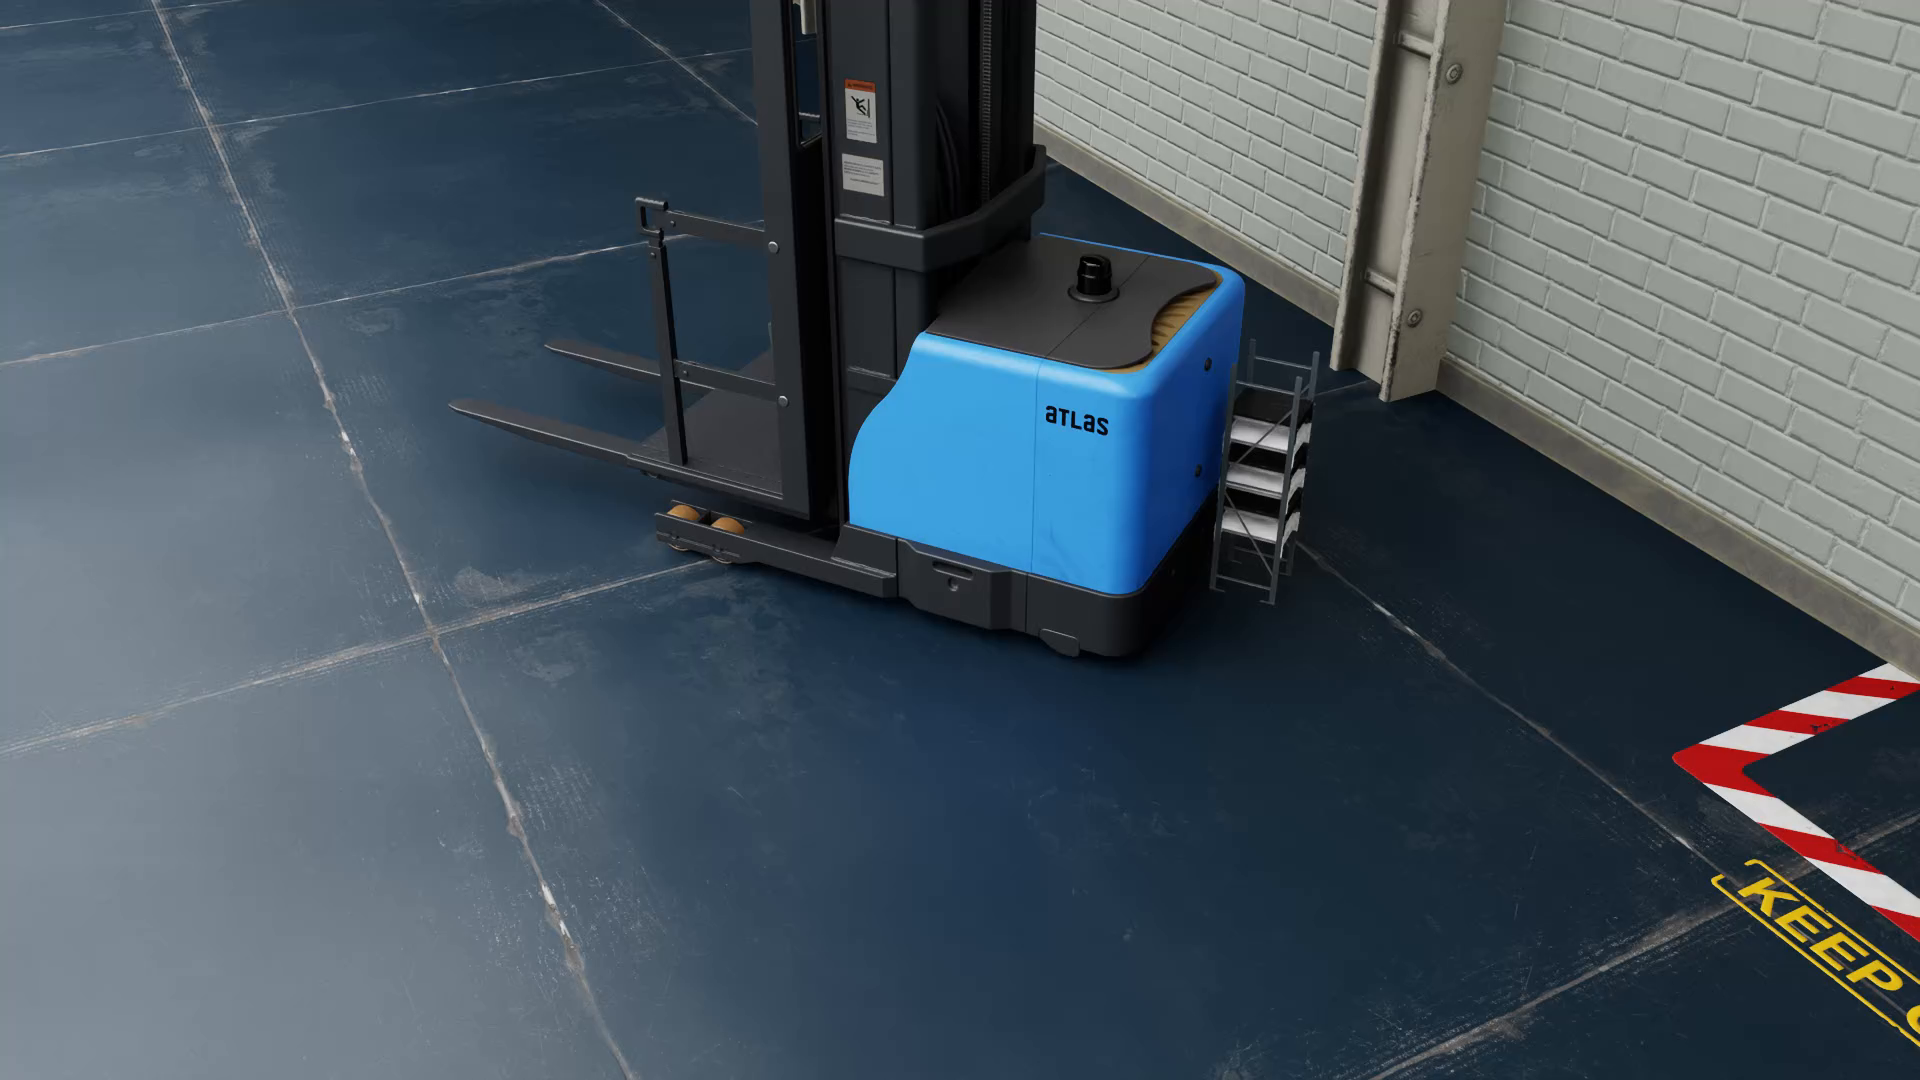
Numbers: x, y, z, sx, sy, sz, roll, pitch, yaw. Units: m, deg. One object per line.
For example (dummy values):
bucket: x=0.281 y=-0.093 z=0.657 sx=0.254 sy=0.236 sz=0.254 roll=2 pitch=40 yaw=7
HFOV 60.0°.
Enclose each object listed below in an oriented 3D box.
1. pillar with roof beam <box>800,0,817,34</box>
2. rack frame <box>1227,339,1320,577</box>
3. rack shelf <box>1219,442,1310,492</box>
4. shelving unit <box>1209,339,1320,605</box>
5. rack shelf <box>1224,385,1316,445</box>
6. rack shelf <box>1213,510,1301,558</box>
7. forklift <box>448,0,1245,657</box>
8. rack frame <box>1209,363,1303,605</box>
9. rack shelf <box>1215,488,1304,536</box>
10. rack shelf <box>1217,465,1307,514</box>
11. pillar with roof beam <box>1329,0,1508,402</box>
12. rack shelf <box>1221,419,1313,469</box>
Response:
pillar with roof beam: x=-4.722 y=-6.295 z=7.734 sx=9.100 sy=9.000 sz=0.400 roll=-16 pitch=36 yaw=-23
rack frame: x=1.095 y=-0.275 z=5.845 sx=0.240 sy=0.900 sz=0.006 roll=15 pitch=35 yaw=22
rack shelf: x=1.050 y=-0.274 z=5.738 sx=0.258 sy=0.077 sz=0.200 roll=15 pitch=35 yaw=22
shelving unit: x=1.050 y=-0.226 z=5.769 sx=0.258 sy=0.900 sz=0.210 roll=15 pitch=35 yaw=22
rack shelf: x=1.050 y=-0.425 z=5.641 sx=0.258 sy=0.077 sz=0.200 roll=15 pitch=35 yaw=22
rack shelf: x=1.050 y=-0.046 z=5.884 sx=0.258 sy=0.077 sz=0.200 roll=15 pitch=35 yaw=22
forklift: x=-0.558 y=-1.385 z=5.695 sx=3.031 sy=2.935 sz=1.130 roll=15 pitch=36 yaw=22
rack frame: x=1.005 y=-0.177 z=5.692 sx=0.240 sy=0.900 sz=0.006 roll=15 pitch=35 yaw=22
rack shelf: x=1.050 y=-0.122 z=5.835 sx=0.258 sy=0.077 sz=0.200 roll=15 pitch=35 yaw=22
rack shelf: x=1.050 y=-0.198 z=5.787 sx=0.258 sy=0.077 sz=0.200 roll=15 pitch=35 yaw=22
pillar with roof beam: x=-1.925 y=-3.432 z=3.265 sx=9.100 sy=9.000 sz=0.400 roll=-16 pitch=36 yaw=-23
rack shelf: x=1.050 y=-0.349 z=5.689 sx=0.258 sy=0.077 sz=0.200 roll=15 pitch=35 yaw=22
